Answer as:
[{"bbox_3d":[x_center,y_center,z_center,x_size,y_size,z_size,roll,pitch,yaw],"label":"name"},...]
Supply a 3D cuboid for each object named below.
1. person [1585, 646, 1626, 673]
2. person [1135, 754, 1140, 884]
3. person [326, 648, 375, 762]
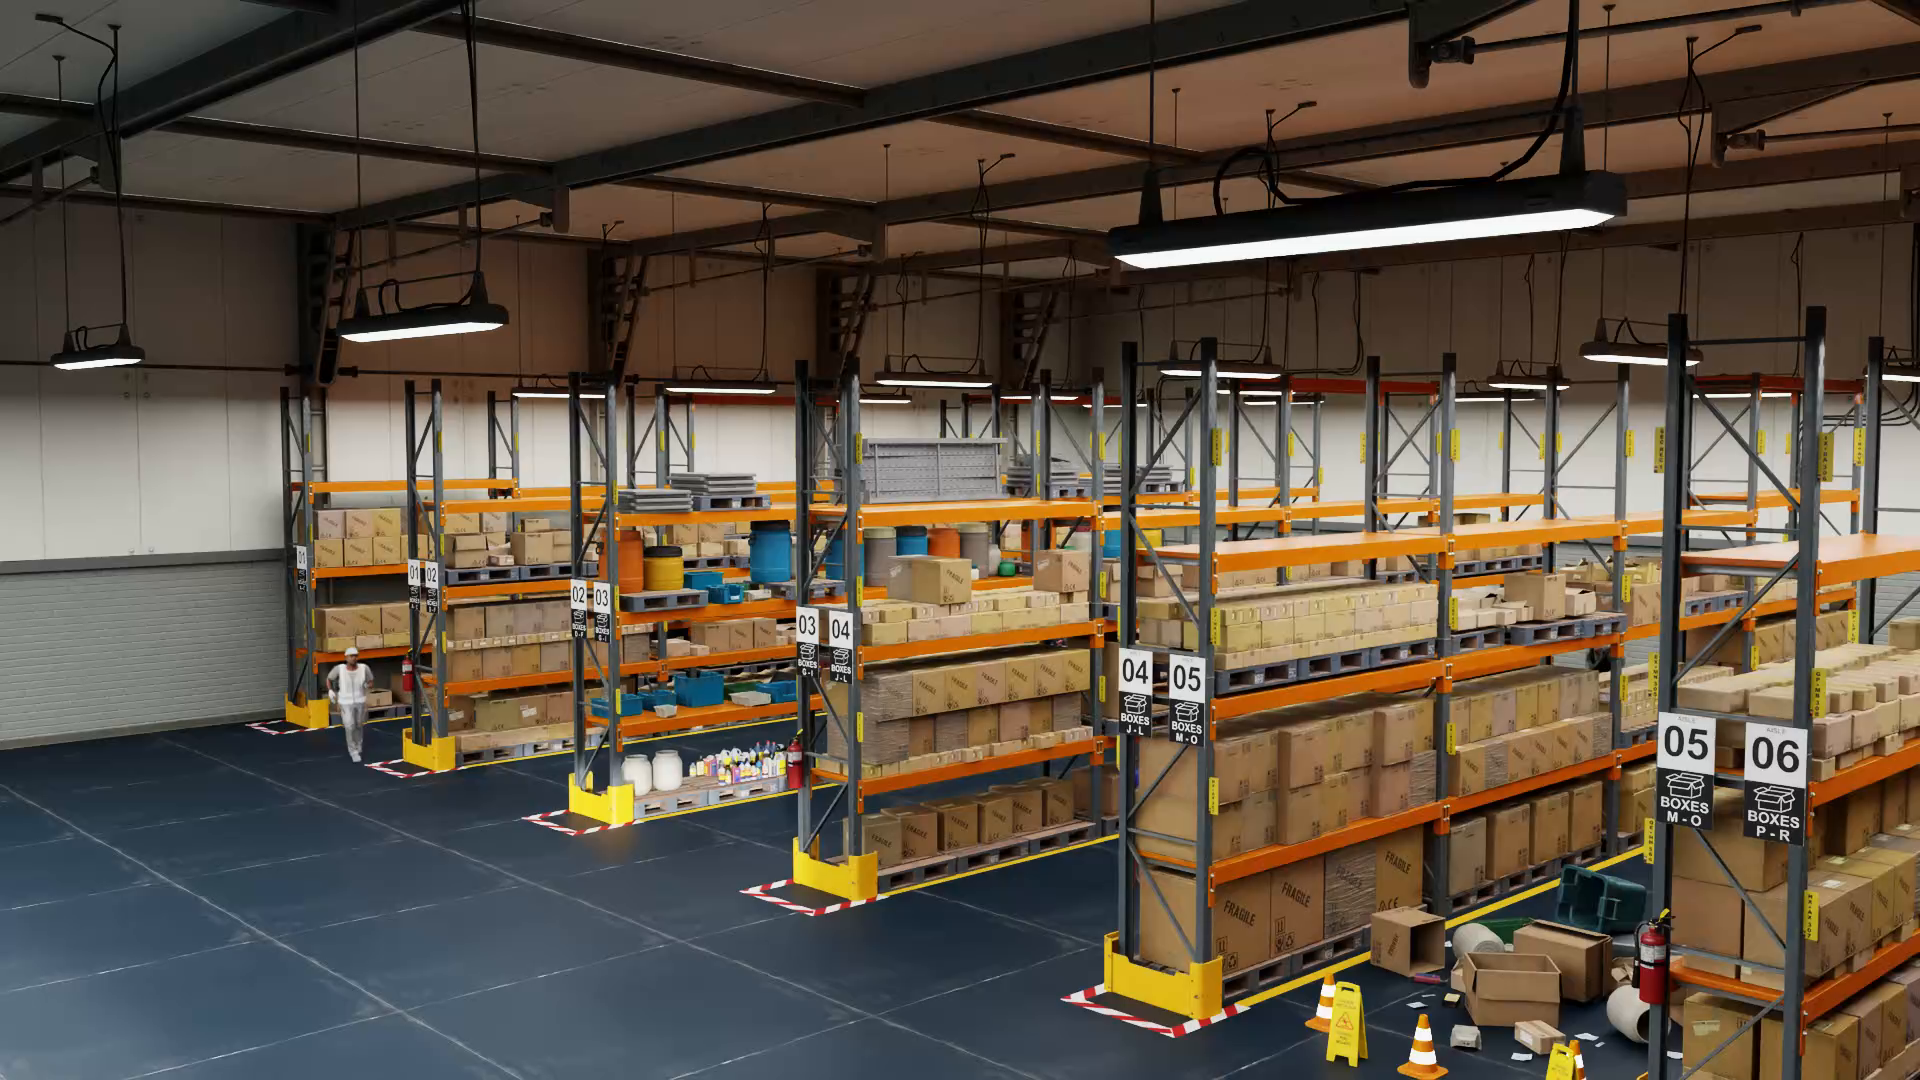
[{"bbox_3d":[11.612,2.491,29.948,0.685,1.532,0.782,3,5,39],"label":"person"},{"bbox_3d":[2.210,3.173,19.154,0.644,1.598,0.767,0,4,-7],"label":"person"},{"bbox_3d":[-9.613,2.567,26.275,0.692,1.760,1.013,-2,4,-32],"label":"person"}]
